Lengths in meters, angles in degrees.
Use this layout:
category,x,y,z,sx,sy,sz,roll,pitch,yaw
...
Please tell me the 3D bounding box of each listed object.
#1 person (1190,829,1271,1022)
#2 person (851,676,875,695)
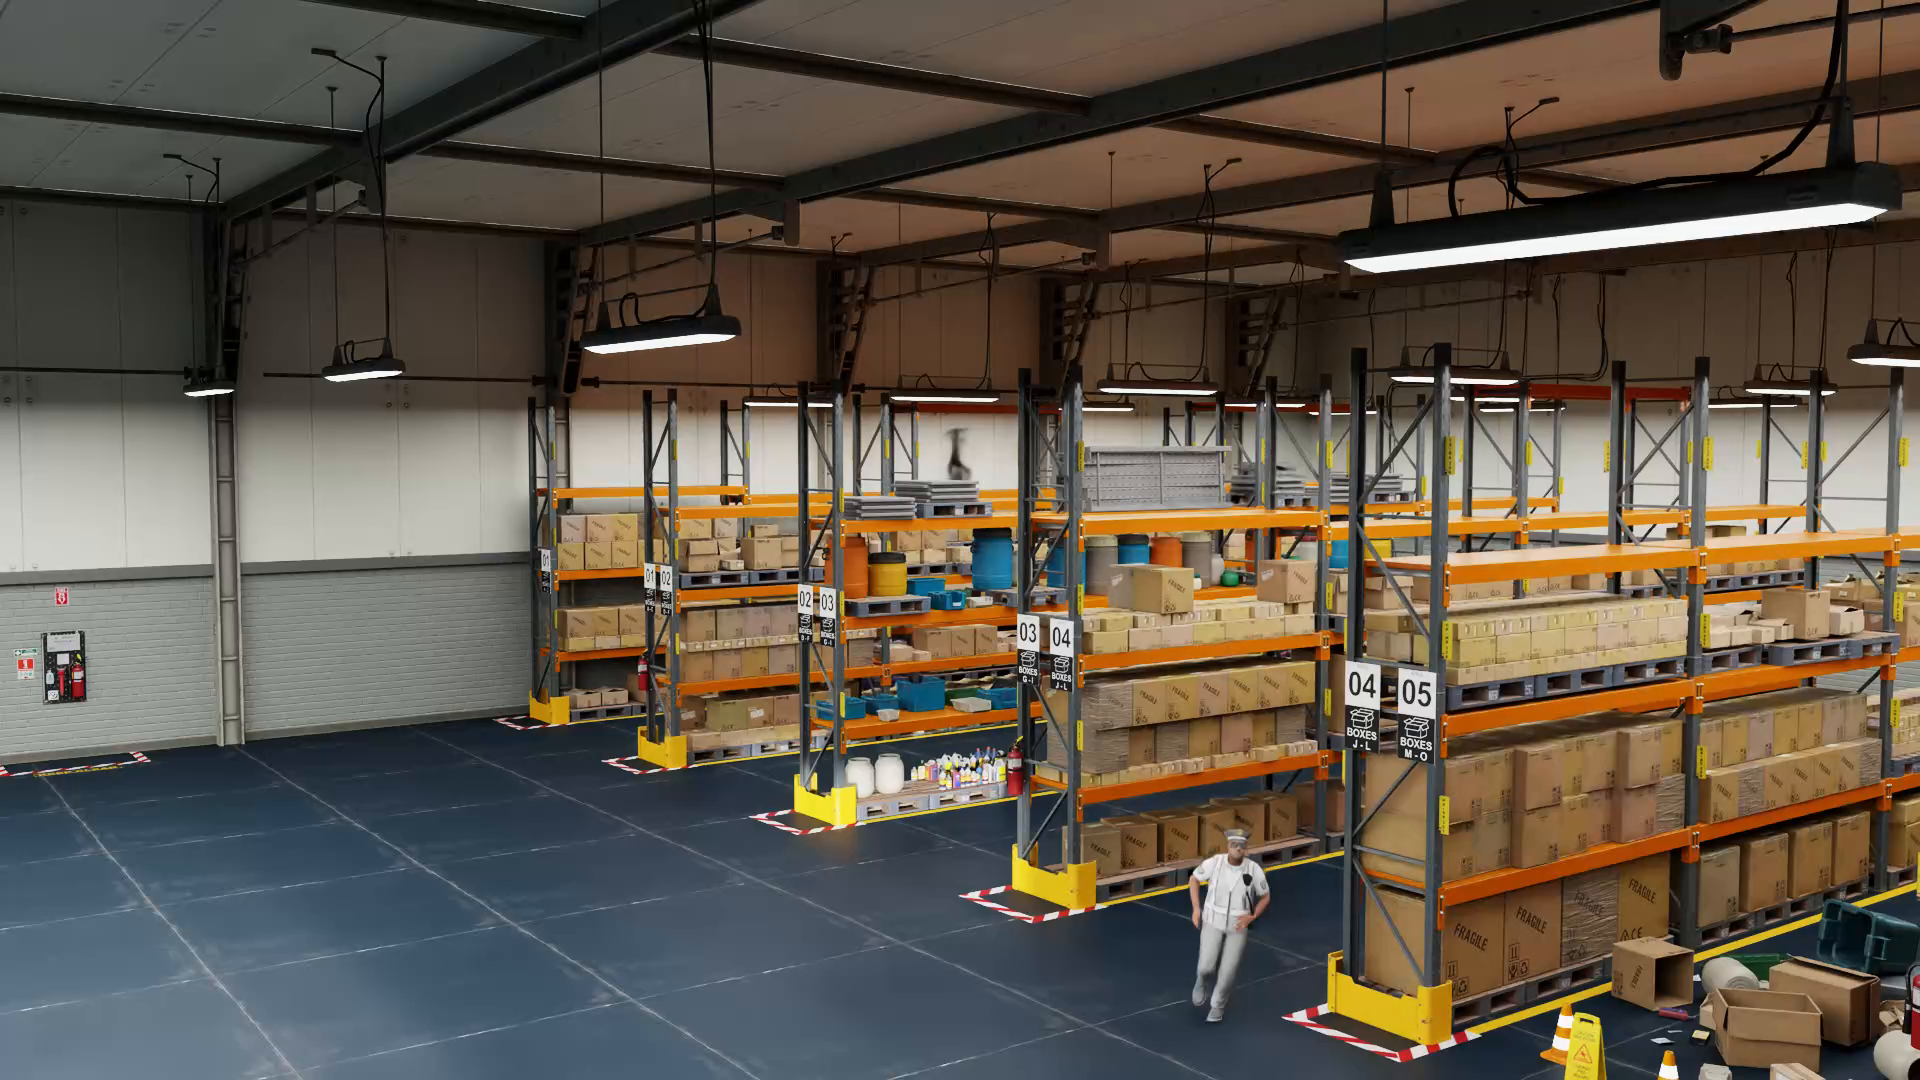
category,x,y,z,sx,sy,sz,roll,pitch,yaw
person,2.418,3.424,14.897,0.718,1.728,0.542,0,3,7
person,-1.939,2.527,32.382,0.637,1.452,0.846,2,4,30
